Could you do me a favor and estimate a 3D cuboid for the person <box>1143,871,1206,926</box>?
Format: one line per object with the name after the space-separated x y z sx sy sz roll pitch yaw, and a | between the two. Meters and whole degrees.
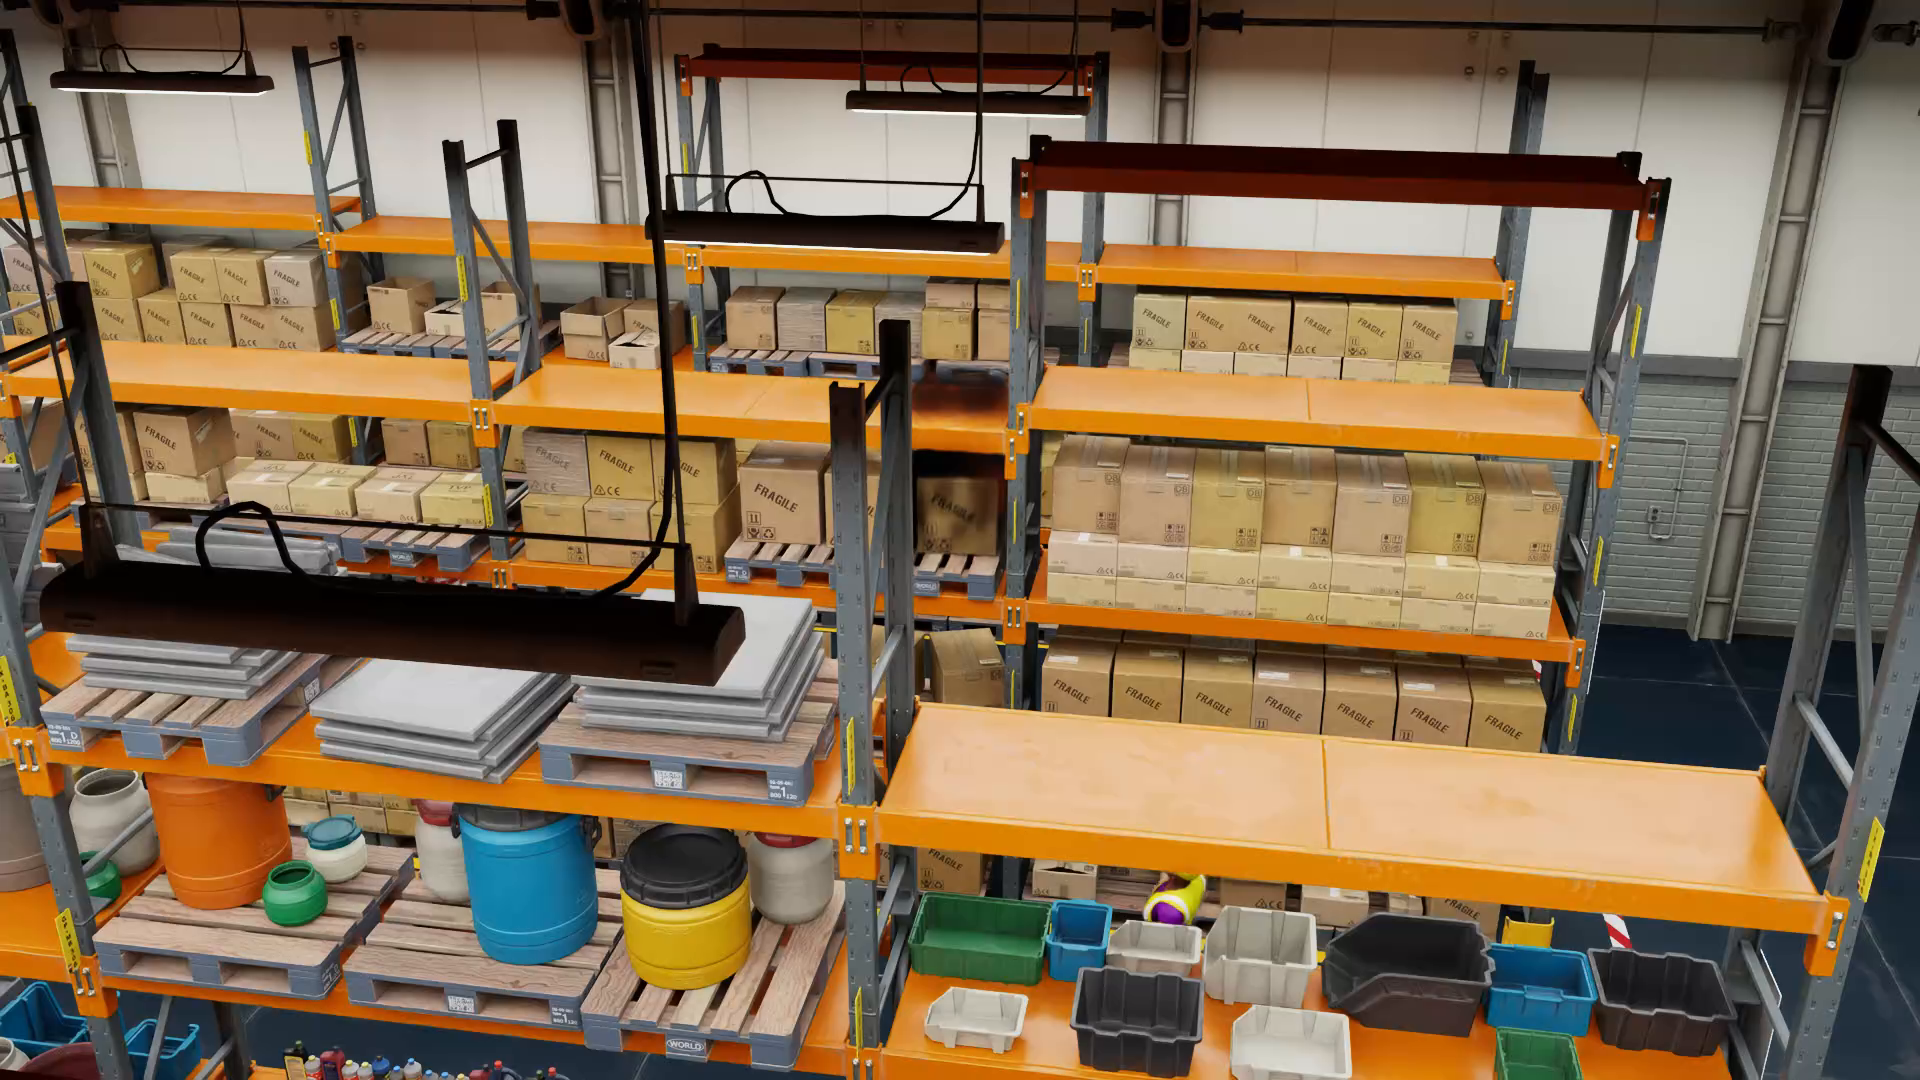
1.451 2.786 11.310 0.856 1.712 0.634 3 23 6 | person

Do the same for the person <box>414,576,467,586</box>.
-5.208 0.546 16.745 0.554 1.780 0.497 -20 30 -39 | person
